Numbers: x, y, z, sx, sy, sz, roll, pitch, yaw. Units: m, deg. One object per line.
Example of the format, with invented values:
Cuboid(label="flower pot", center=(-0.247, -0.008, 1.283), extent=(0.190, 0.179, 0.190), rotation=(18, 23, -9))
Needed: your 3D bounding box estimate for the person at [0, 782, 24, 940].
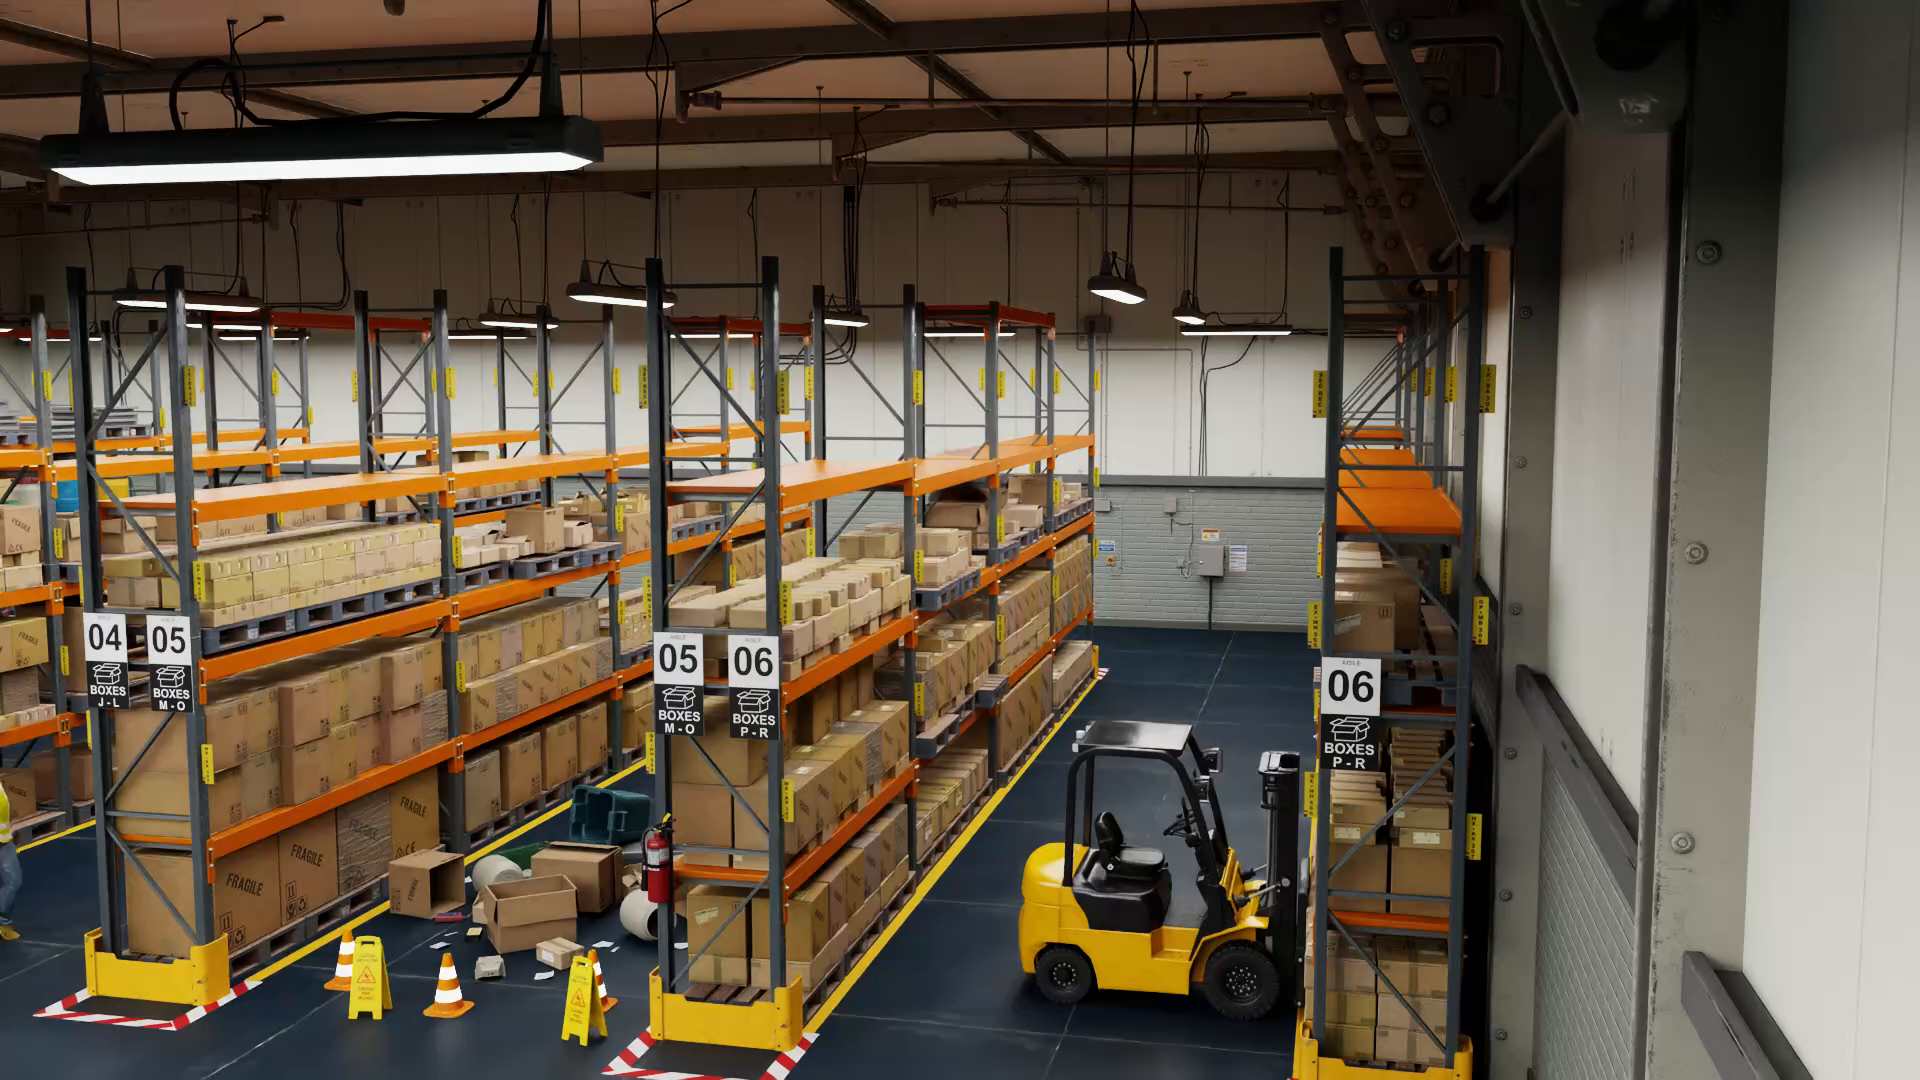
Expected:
Cuboid(label="person", center=(-8.793, 2.790, 15.008), extent=(0.434, 1.801, 0.629), rotation=(3, 6, 27))
